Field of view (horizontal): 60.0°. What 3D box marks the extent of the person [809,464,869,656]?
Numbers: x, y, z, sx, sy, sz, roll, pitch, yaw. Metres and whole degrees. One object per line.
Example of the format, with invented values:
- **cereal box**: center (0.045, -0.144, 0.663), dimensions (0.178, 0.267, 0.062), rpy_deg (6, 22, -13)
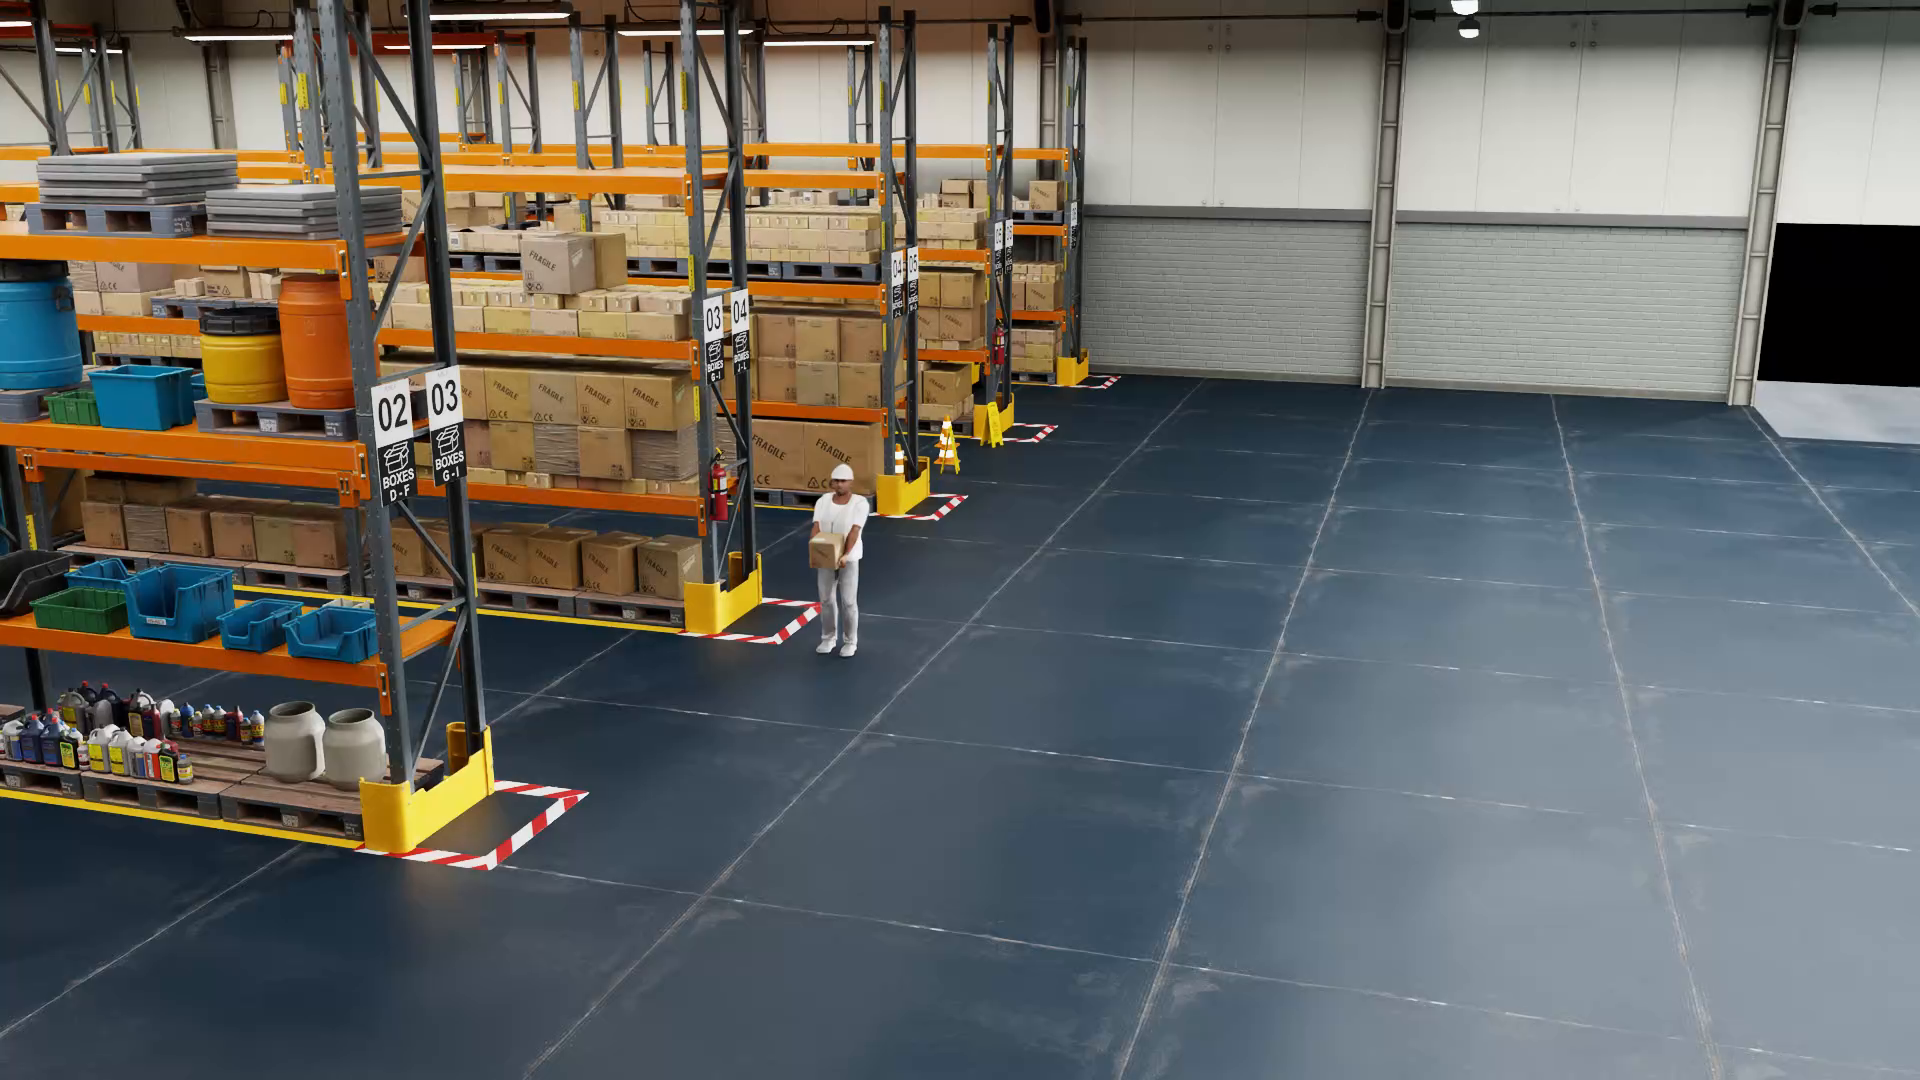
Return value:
- **person**: center (-1.125, 0.200, 15.233), dimensions (0.503, 1.760, 0.577), rpy_deg (5, 16, 17)
